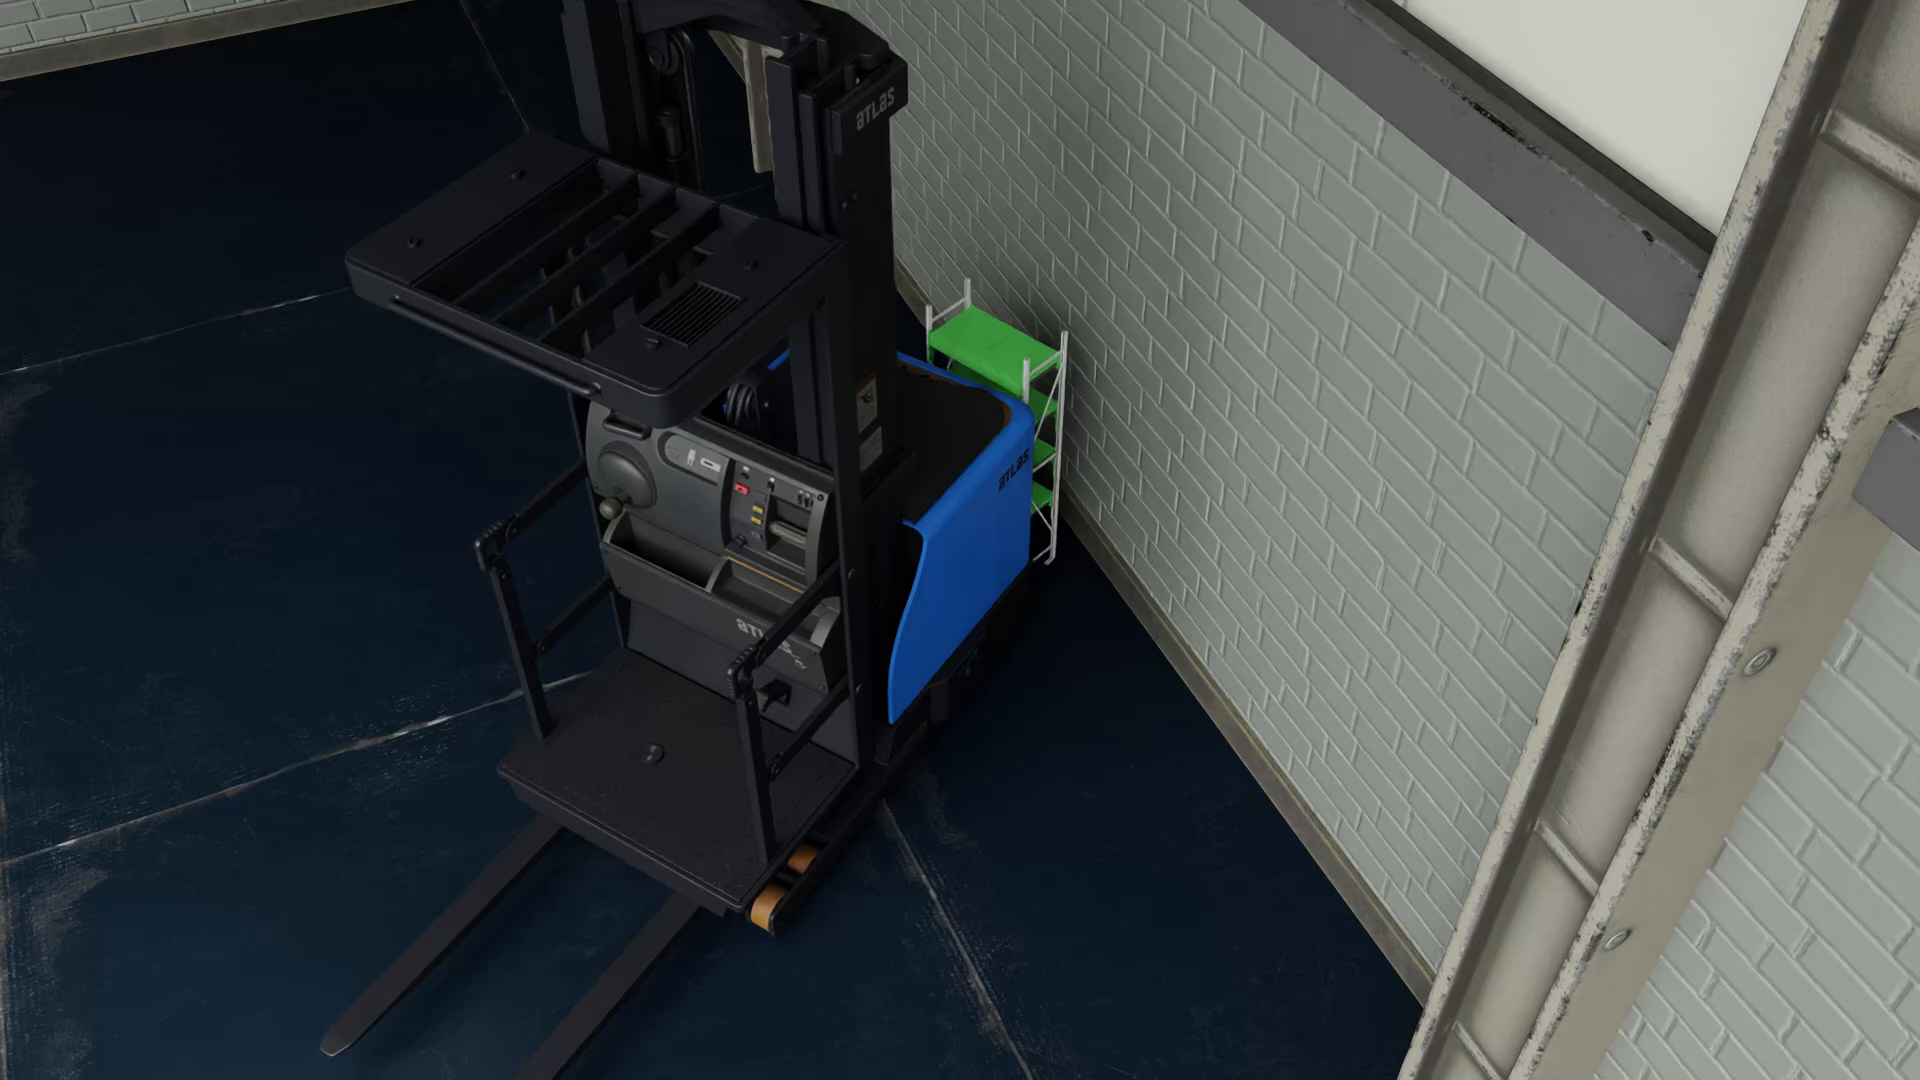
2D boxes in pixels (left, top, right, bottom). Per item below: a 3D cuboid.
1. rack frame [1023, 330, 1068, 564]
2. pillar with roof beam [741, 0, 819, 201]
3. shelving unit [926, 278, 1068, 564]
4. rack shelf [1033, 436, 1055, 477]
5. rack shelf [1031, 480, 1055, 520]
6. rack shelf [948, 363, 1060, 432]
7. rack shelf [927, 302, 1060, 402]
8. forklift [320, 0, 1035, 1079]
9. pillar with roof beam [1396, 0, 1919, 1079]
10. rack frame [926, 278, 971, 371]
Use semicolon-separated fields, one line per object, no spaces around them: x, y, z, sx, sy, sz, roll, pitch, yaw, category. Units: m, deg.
0.317;-0.293;6.561;0.015;1.200;0.240;32;53;29;rack frame
-4.825;-3.910;4.674;9.100;9.000;0.400;-18;47;-17;pillar with roof beam
0.137;-0.408;6.678;0.503;1.200;0.258;32;53;29;shelving unit
0.137;-0.362;6.723;0.480;0.148;0.258;32;53;29;rack shelf
0.137;-0.192;6.891;0.480;0.148;0.258;32;53;29;rack shelf
0.137;-0.533;6.554;0.480;0.148;0.258;32;53;29;rack shelf
0.137;-0.704;6.386;0.480;0.148;0.258;32;53;29;rack shelf
-0.917;-0.075;5.108;1.130;2.935;3.031;24;49;22;forklift
-2.302;-0.086;0.799;9.100;9.000;0.400;-18;47;-17;pillar with roof beam
-0.044;-0.523;6.795;0.015;1.200;0.240;32;53;29;rack frame
